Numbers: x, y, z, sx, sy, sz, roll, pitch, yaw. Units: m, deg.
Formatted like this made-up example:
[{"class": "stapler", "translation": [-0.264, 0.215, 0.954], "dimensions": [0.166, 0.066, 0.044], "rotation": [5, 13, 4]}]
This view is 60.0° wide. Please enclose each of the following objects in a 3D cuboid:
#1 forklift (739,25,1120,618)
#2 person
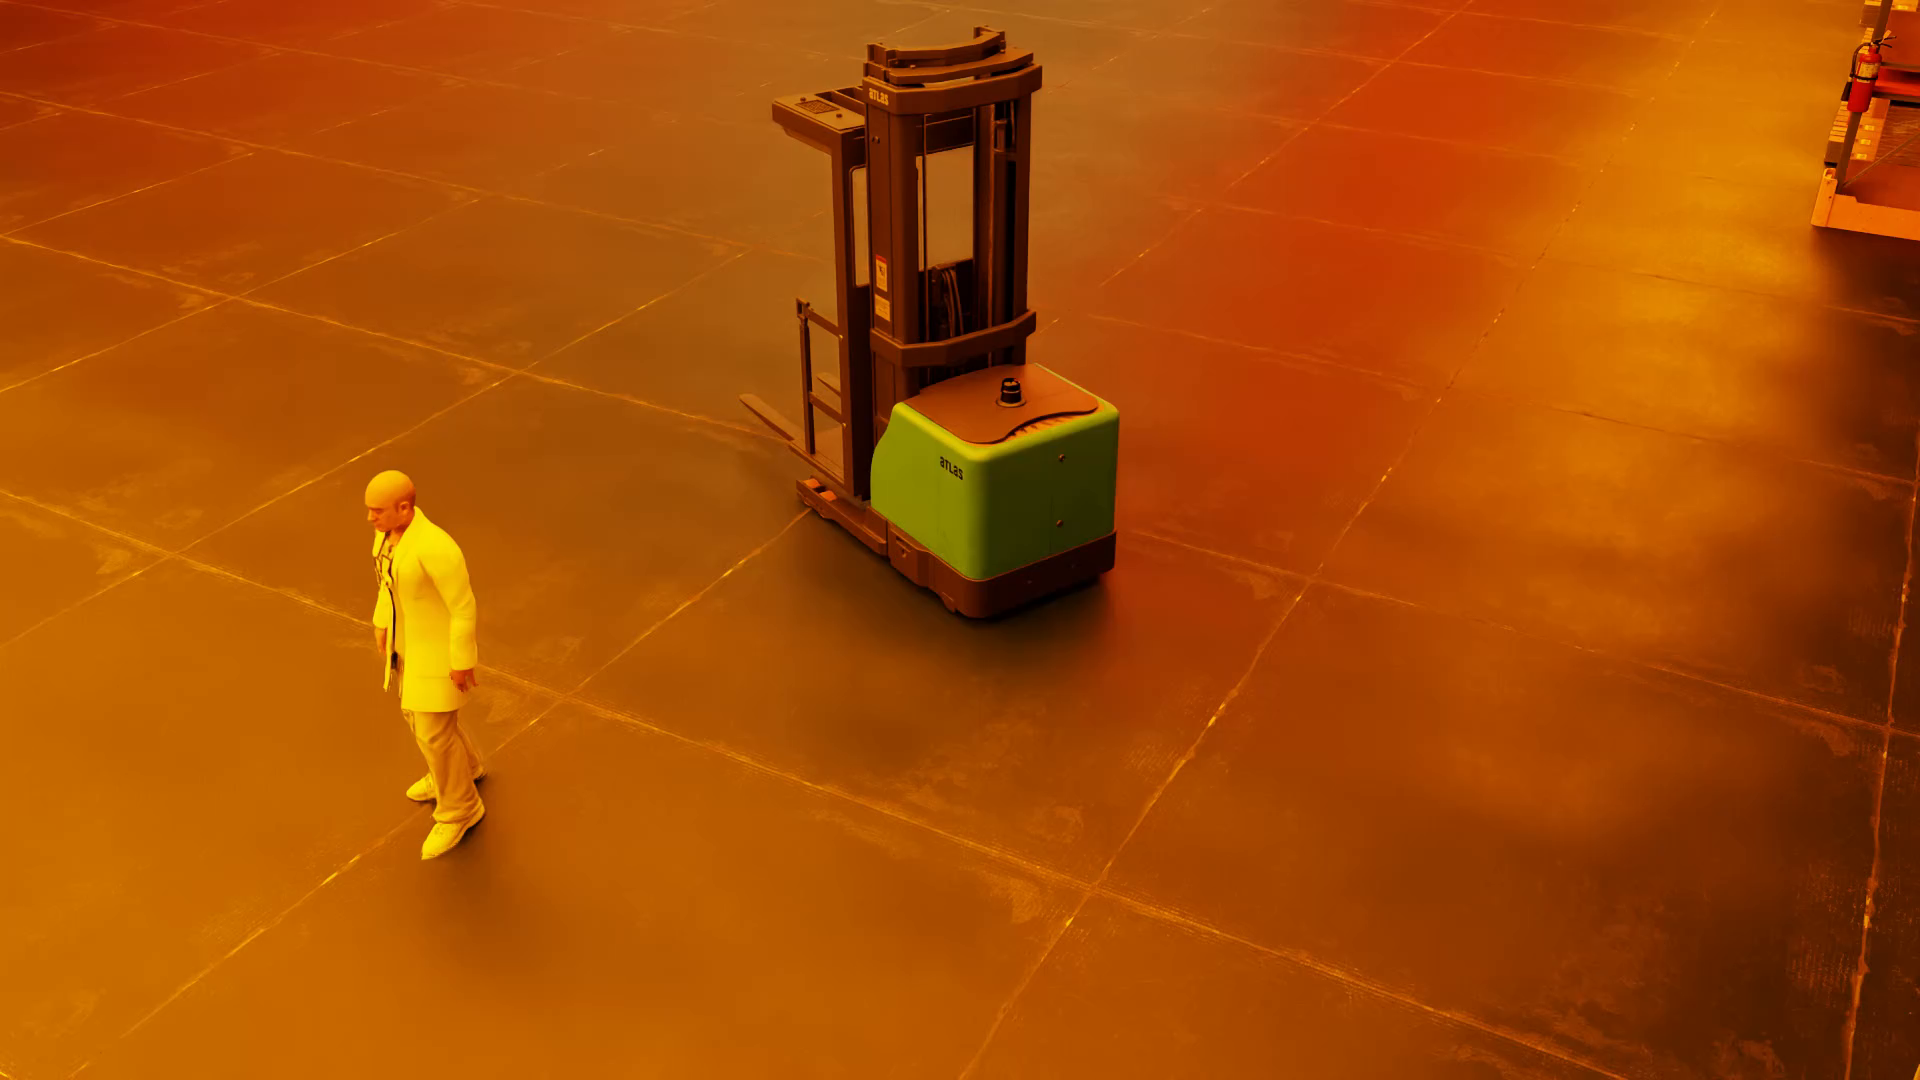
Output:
[{"class": "forklift", "translation": [-0.360, -1.528, 9.717], "dimensions": [1.130, 2.935, 3.031], "rotation": [-19, 35, -30]}, {"class": "person", "translation": [-2.422, 0.500, 7.396], "dimensions": [0.508, 1.795, 0.663], "rotation": [-26, 39, -37]}]
